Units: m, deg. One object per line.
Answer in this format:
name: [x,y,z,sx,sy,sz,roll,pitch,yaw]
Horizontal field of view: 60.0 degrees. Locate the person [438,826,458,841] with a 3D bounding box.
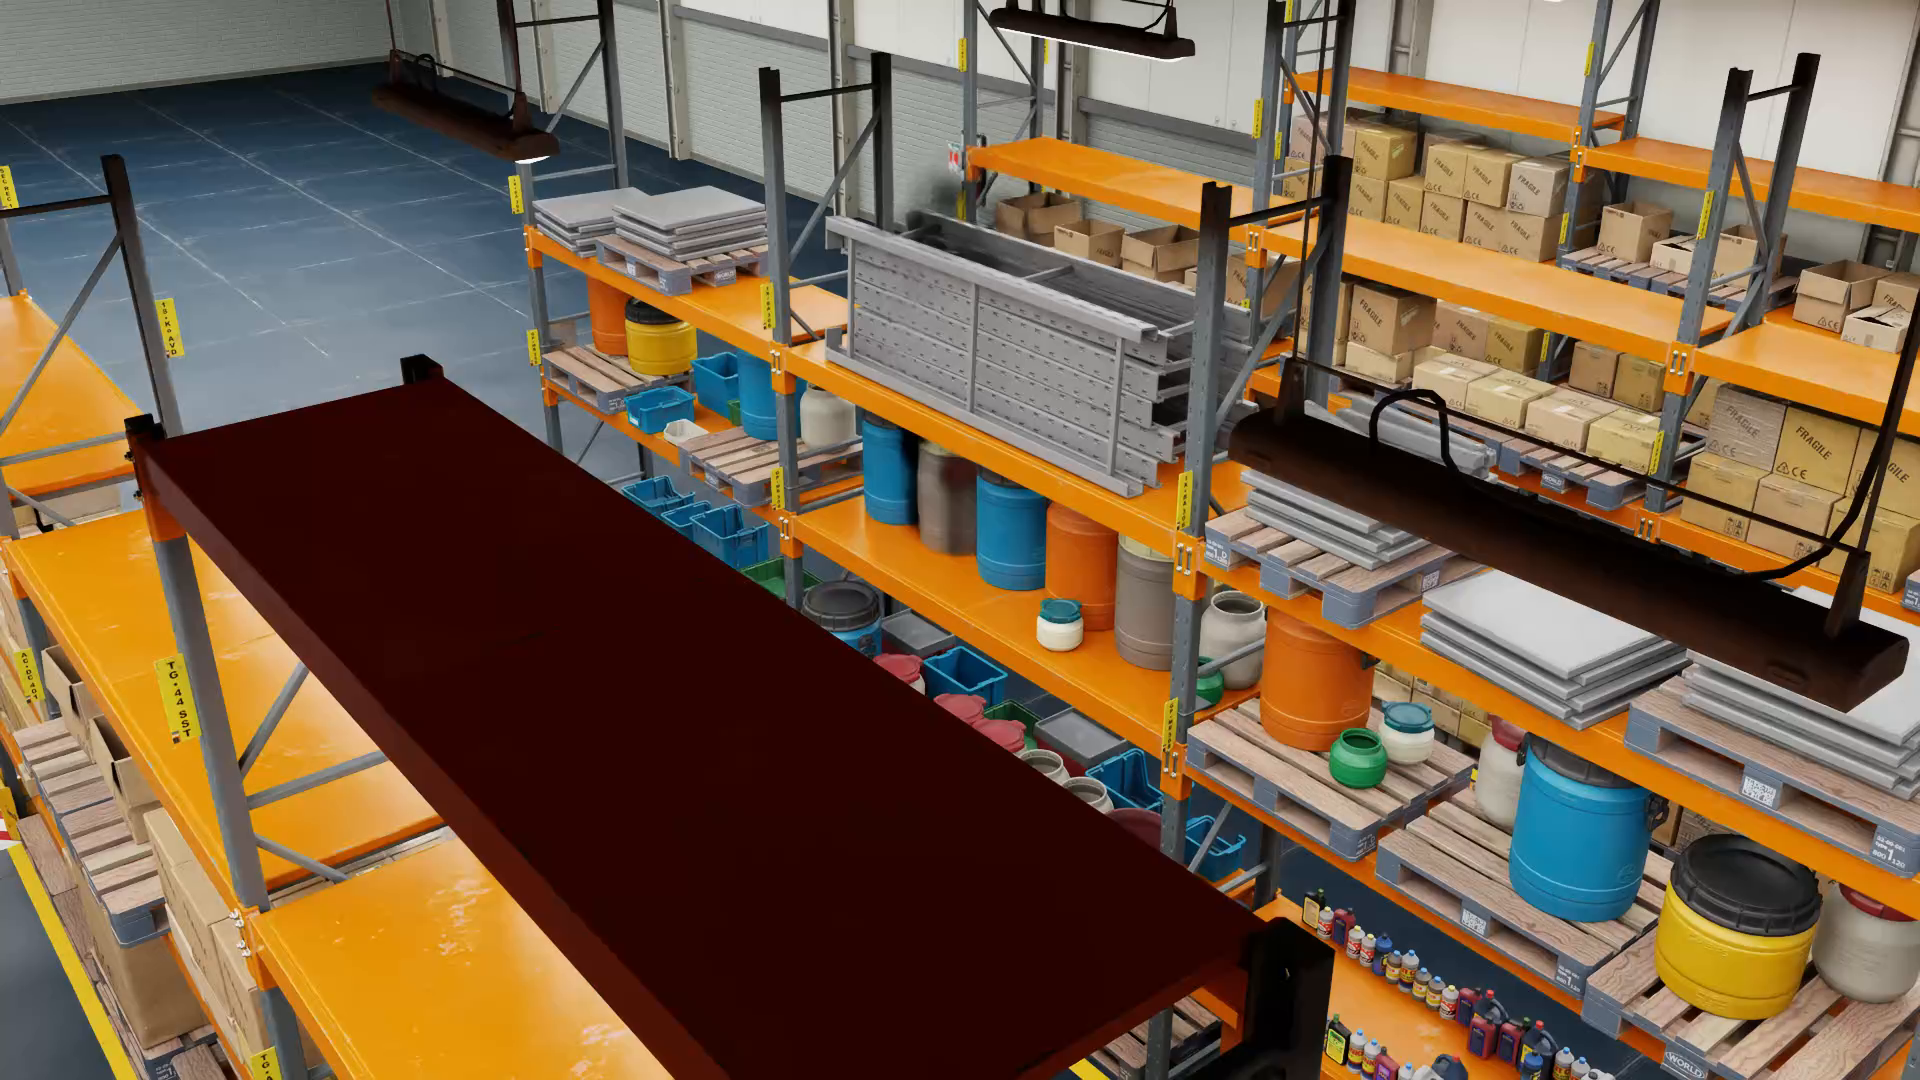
person: [-3.522,2.156,11.554,0.869,1.608,0.680,23,34,39]
